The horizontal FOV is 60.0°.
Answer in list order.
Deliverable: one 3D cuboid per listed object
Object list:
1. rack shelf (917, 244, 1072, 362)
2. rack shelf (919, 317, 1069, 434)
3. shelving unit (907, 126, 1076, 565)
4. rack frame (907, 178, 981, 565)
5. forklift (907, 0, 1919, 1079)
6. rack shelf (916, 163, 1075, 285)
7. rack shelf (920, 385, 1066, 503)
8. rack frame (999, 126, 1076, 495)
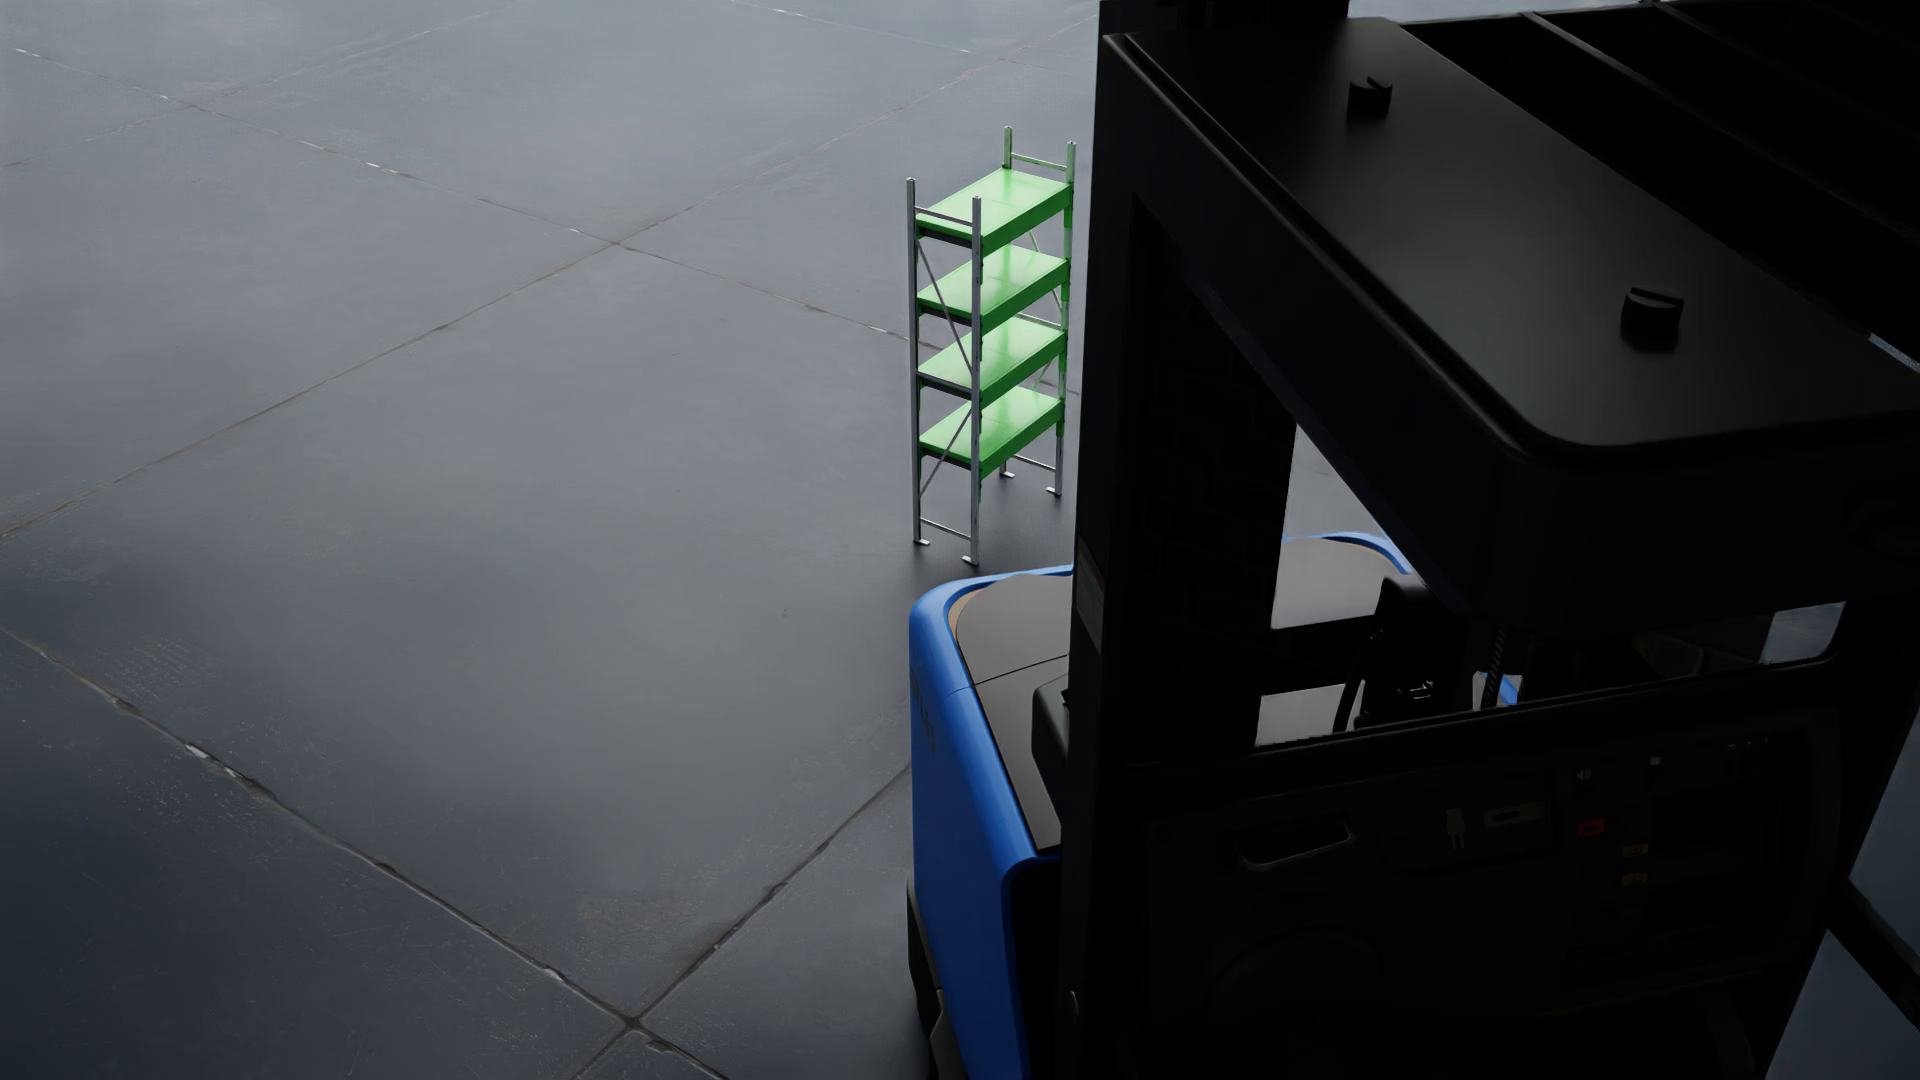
[{"bbox_3d":[0.094,-0.719,4.928,0.258,0.148,0.480,21,39,28],"label":"rack shelf"},{"bbox_3d":[0.094,-0.520,5.062,0.258,0.148,0.480,21,39,28],"label":"rack shelf"},{"bbox_3d":[0.094,-0.573,5.027,0.258,1.200,0.503,21,39,28],"label":"shelving unit"},{"bbox_3d":[-0.045,-0.461,4.861,0.240,1.200,0.015,21,39,28],"label":"rack frame"},{"bbox_3d":[0.722,0.502,1.891,1.130,2.935,3.031,-8,35,-11],"label":"forklift"},{"bbox_3d":[0.094,-0.918,4.793,0.258,0.148,0.480,21,39,28],"label":"rack shelf"},{"bbox_3d":[0.094,-0.321,5.197,0.258,0.148,0.480,21,39,28],"label":"rack shelf"},{"bbox_3d":[0.233,-0.686,5.193,0.240,1.200,0.015,21,39,28],"label":"rack frame"}]
